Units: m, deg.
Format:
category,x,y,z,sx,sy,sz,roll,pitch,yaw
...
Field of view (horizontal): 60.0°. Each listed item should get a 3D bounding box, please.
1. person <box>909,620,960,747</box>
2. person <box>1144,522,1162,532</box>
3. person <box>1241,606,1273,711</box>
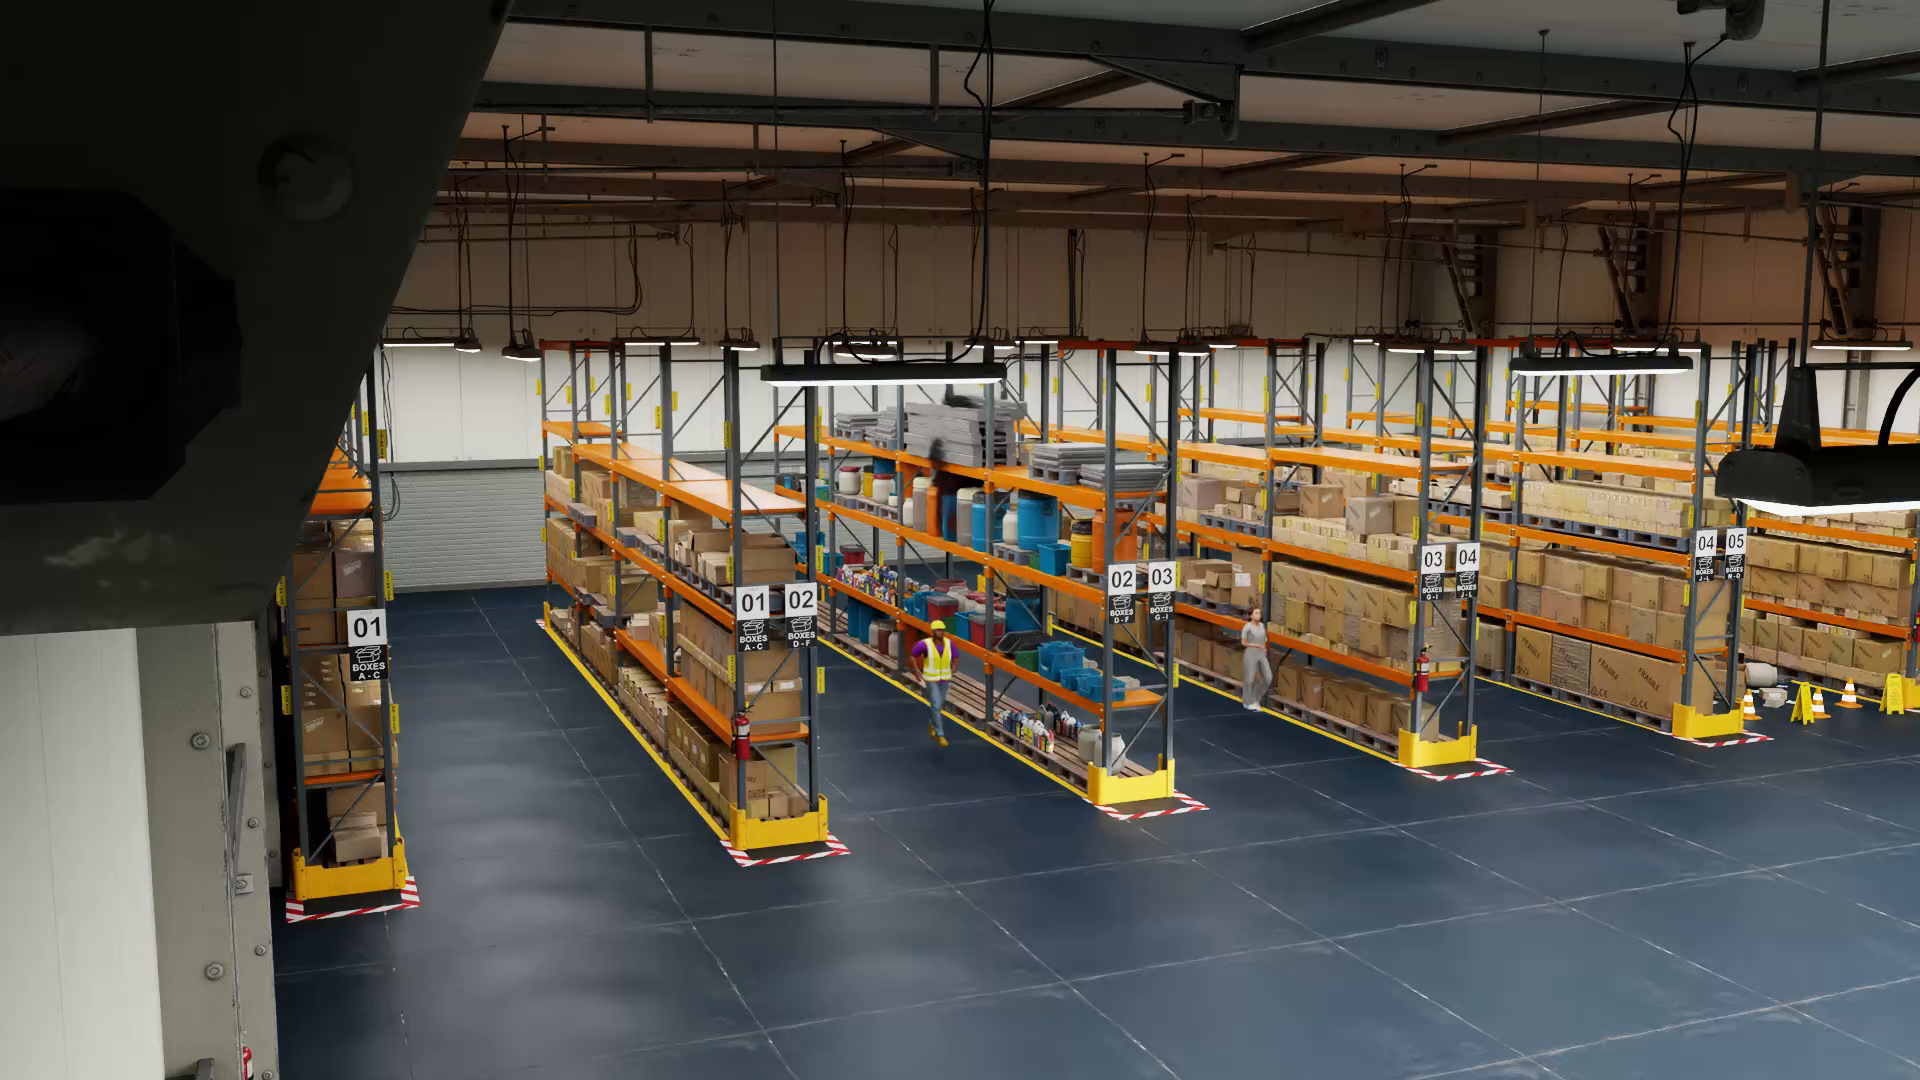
category,x,y,z,sx,sy,sz,roll,pitch,yaw
person,-0.324,2.053,24.018,0.718,1.823,0.850,-4,8,-25
person,4.732,0.111,41.248,0.702,1.730,0.577,7,10,43
person,4.648,1.911,25.957,0.544,1.585,0.607,-4,8,-26
